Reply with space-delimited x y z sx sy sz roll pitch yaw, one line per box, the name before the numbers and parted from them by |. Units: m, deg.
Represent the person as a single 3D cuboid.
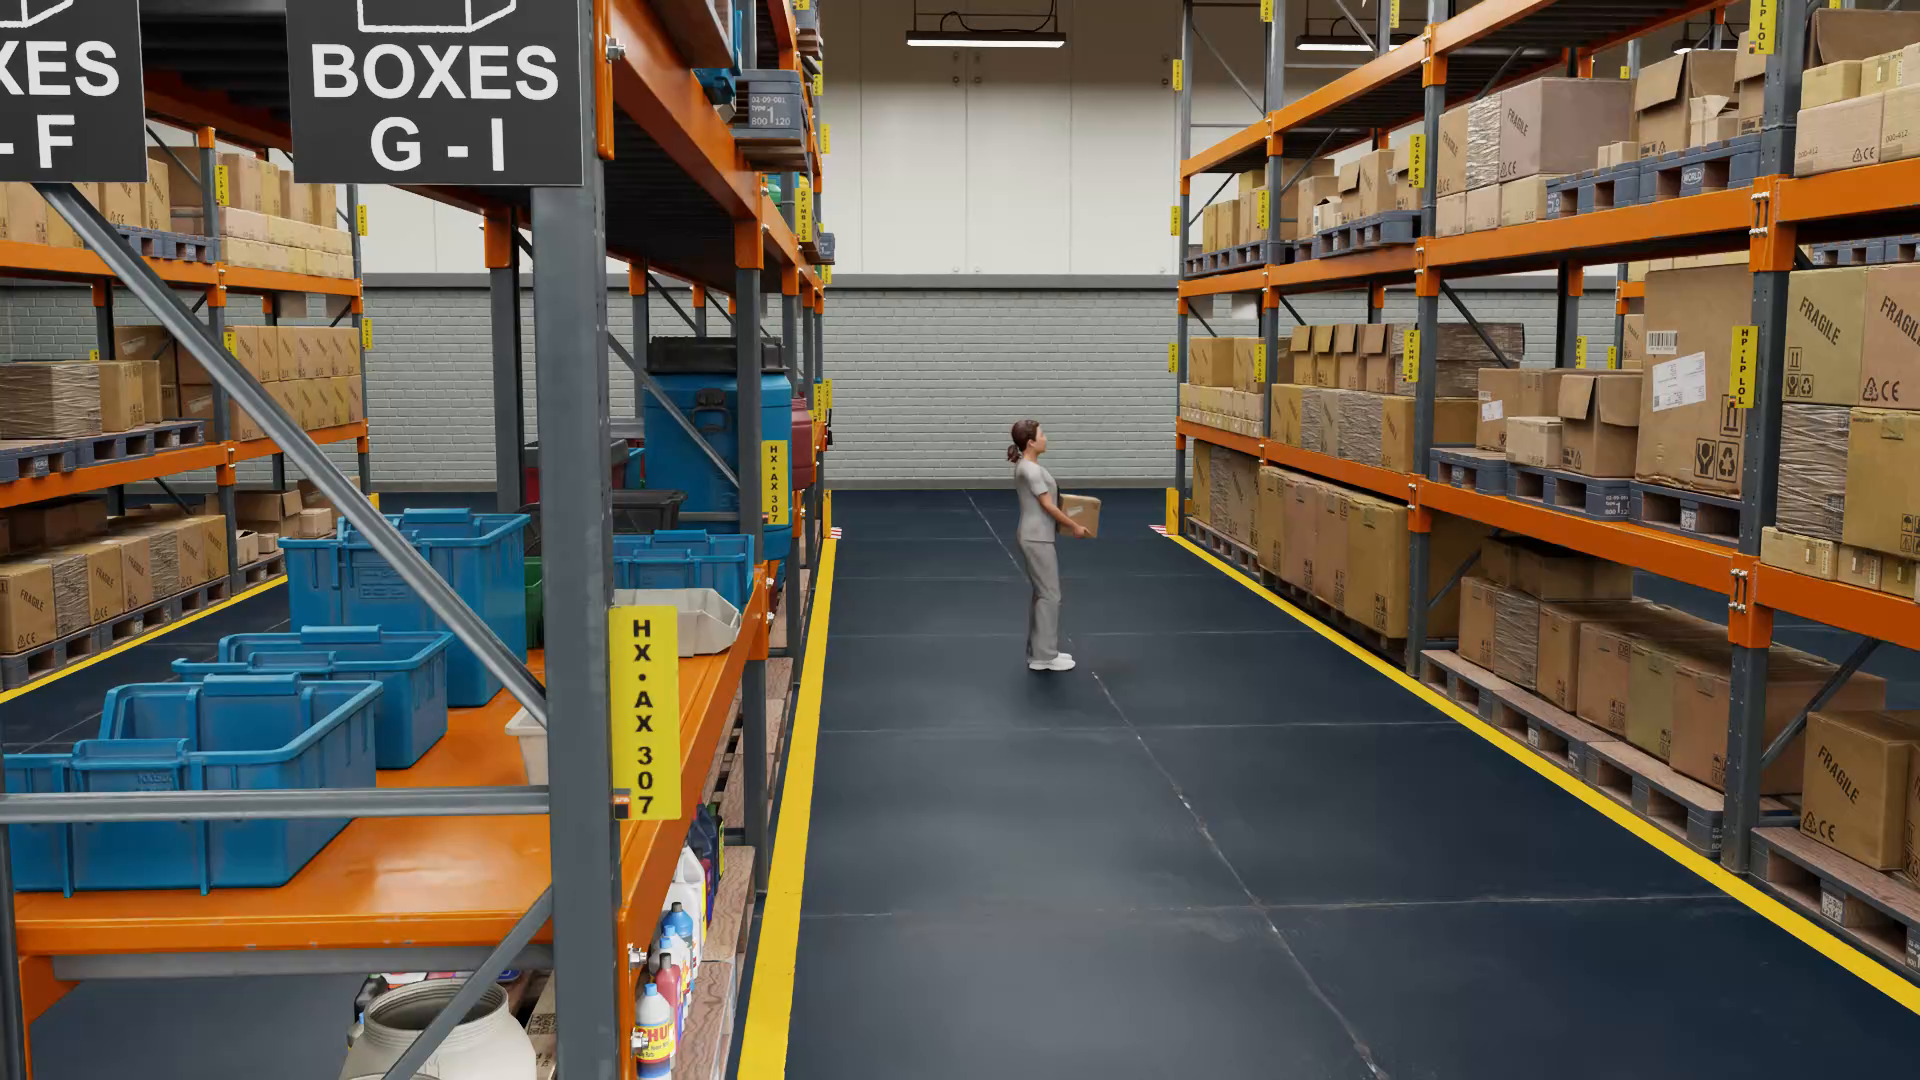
person | 0.579 0.025 11.097 0.554 1.662 0.437 0 7 -3
